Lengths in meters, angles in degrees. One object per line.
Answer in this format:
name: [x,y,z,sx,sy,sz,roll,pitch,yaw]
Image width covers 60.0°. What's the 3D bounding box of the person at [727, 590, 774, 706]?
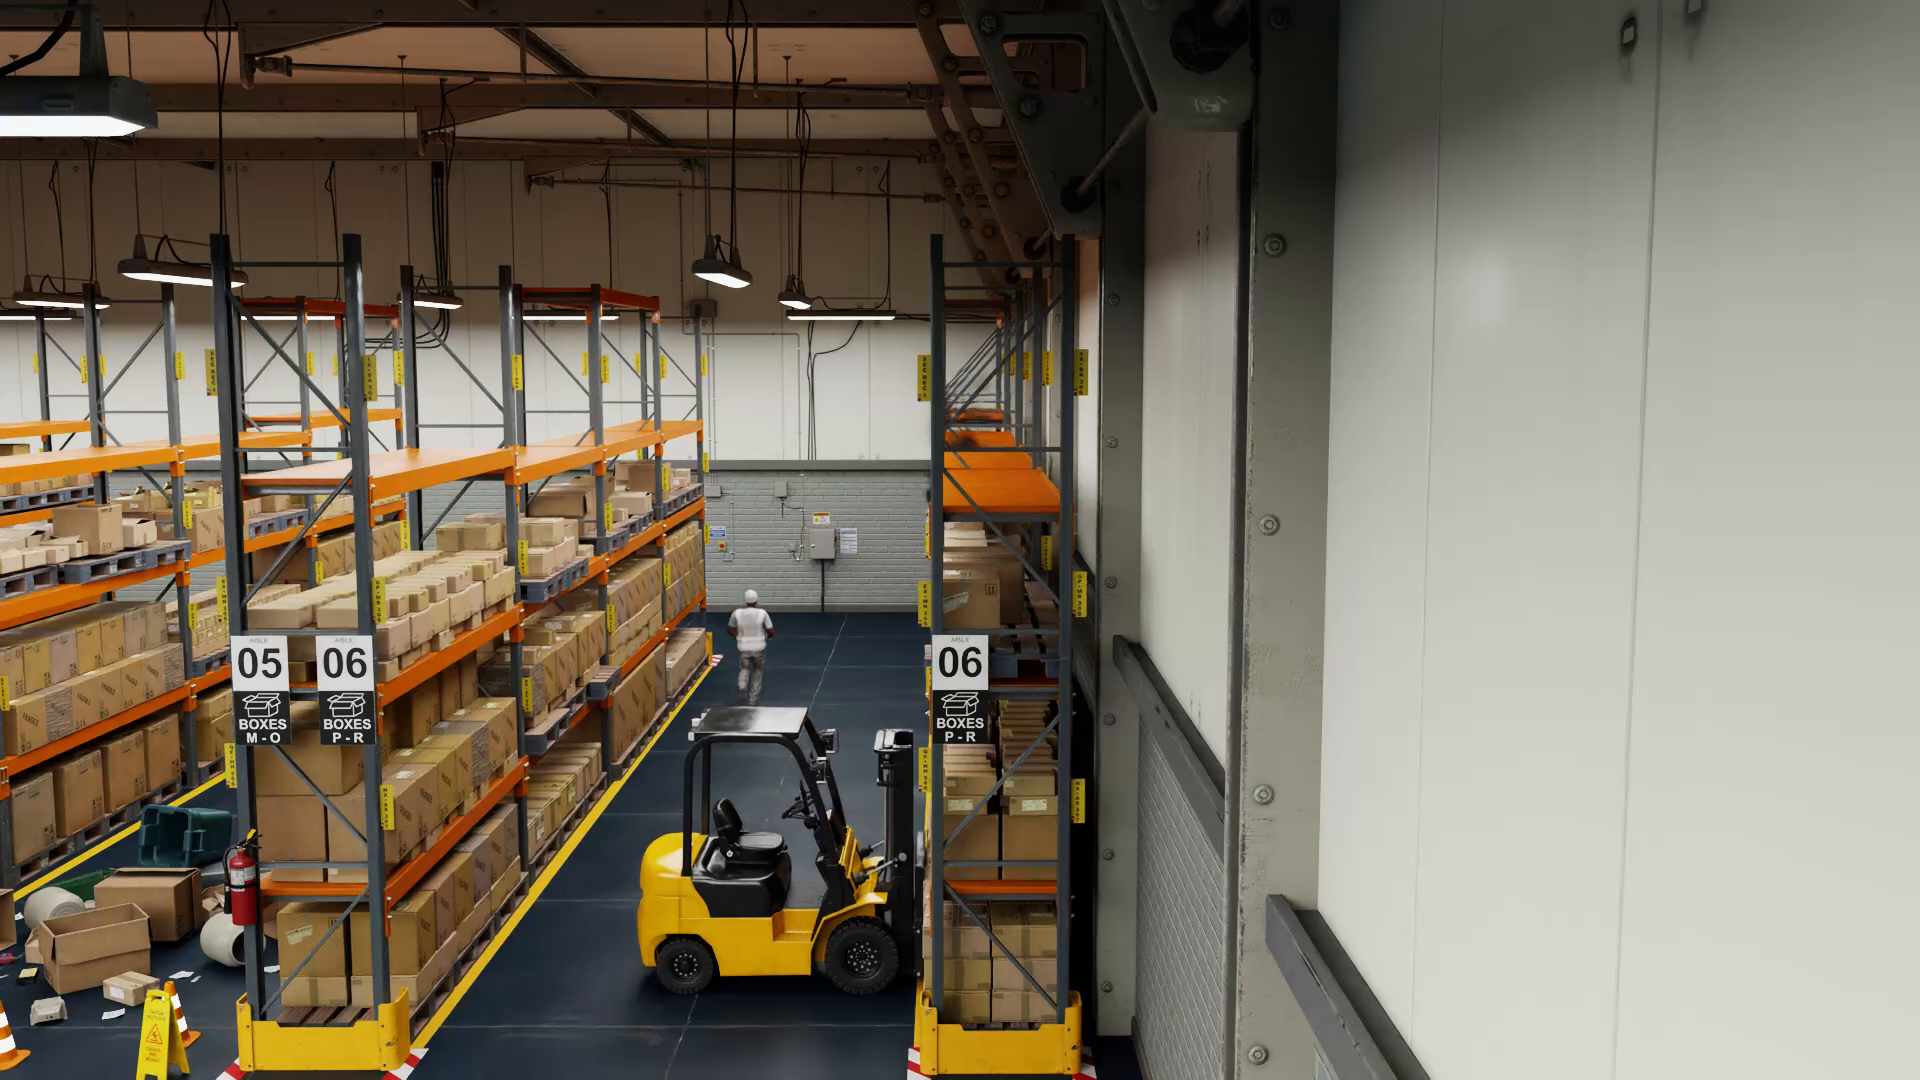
person: [-3.083,1.590,24.595,0.678,1.732,0.620,0,6,1]
